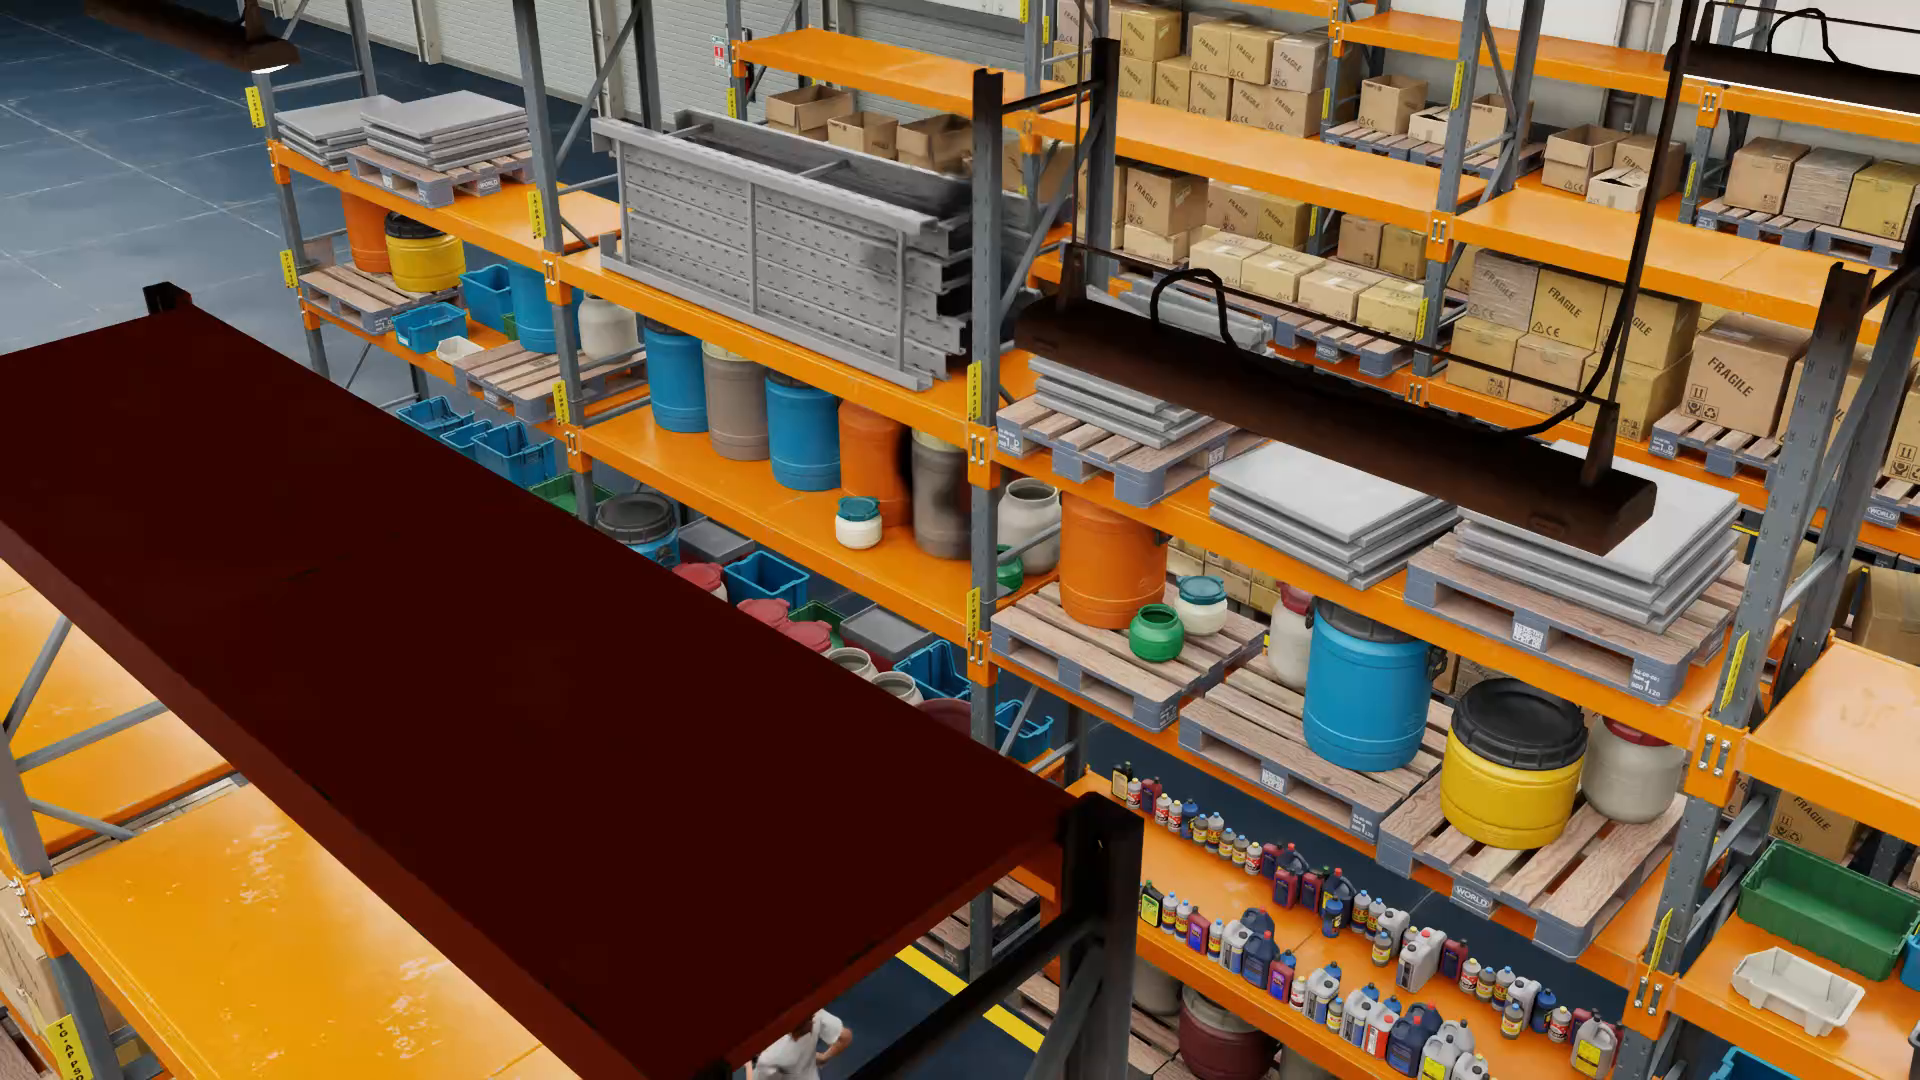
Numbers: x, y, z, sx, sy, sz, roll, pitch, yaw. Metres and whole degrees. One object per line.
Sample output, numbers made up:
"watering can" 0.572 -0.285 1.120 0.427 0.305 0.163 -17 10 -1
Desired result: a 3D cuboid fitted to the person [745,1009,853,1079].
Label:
"person" -0.904 2.934 8.767 0.636 1.680 0.541 15 33 25
